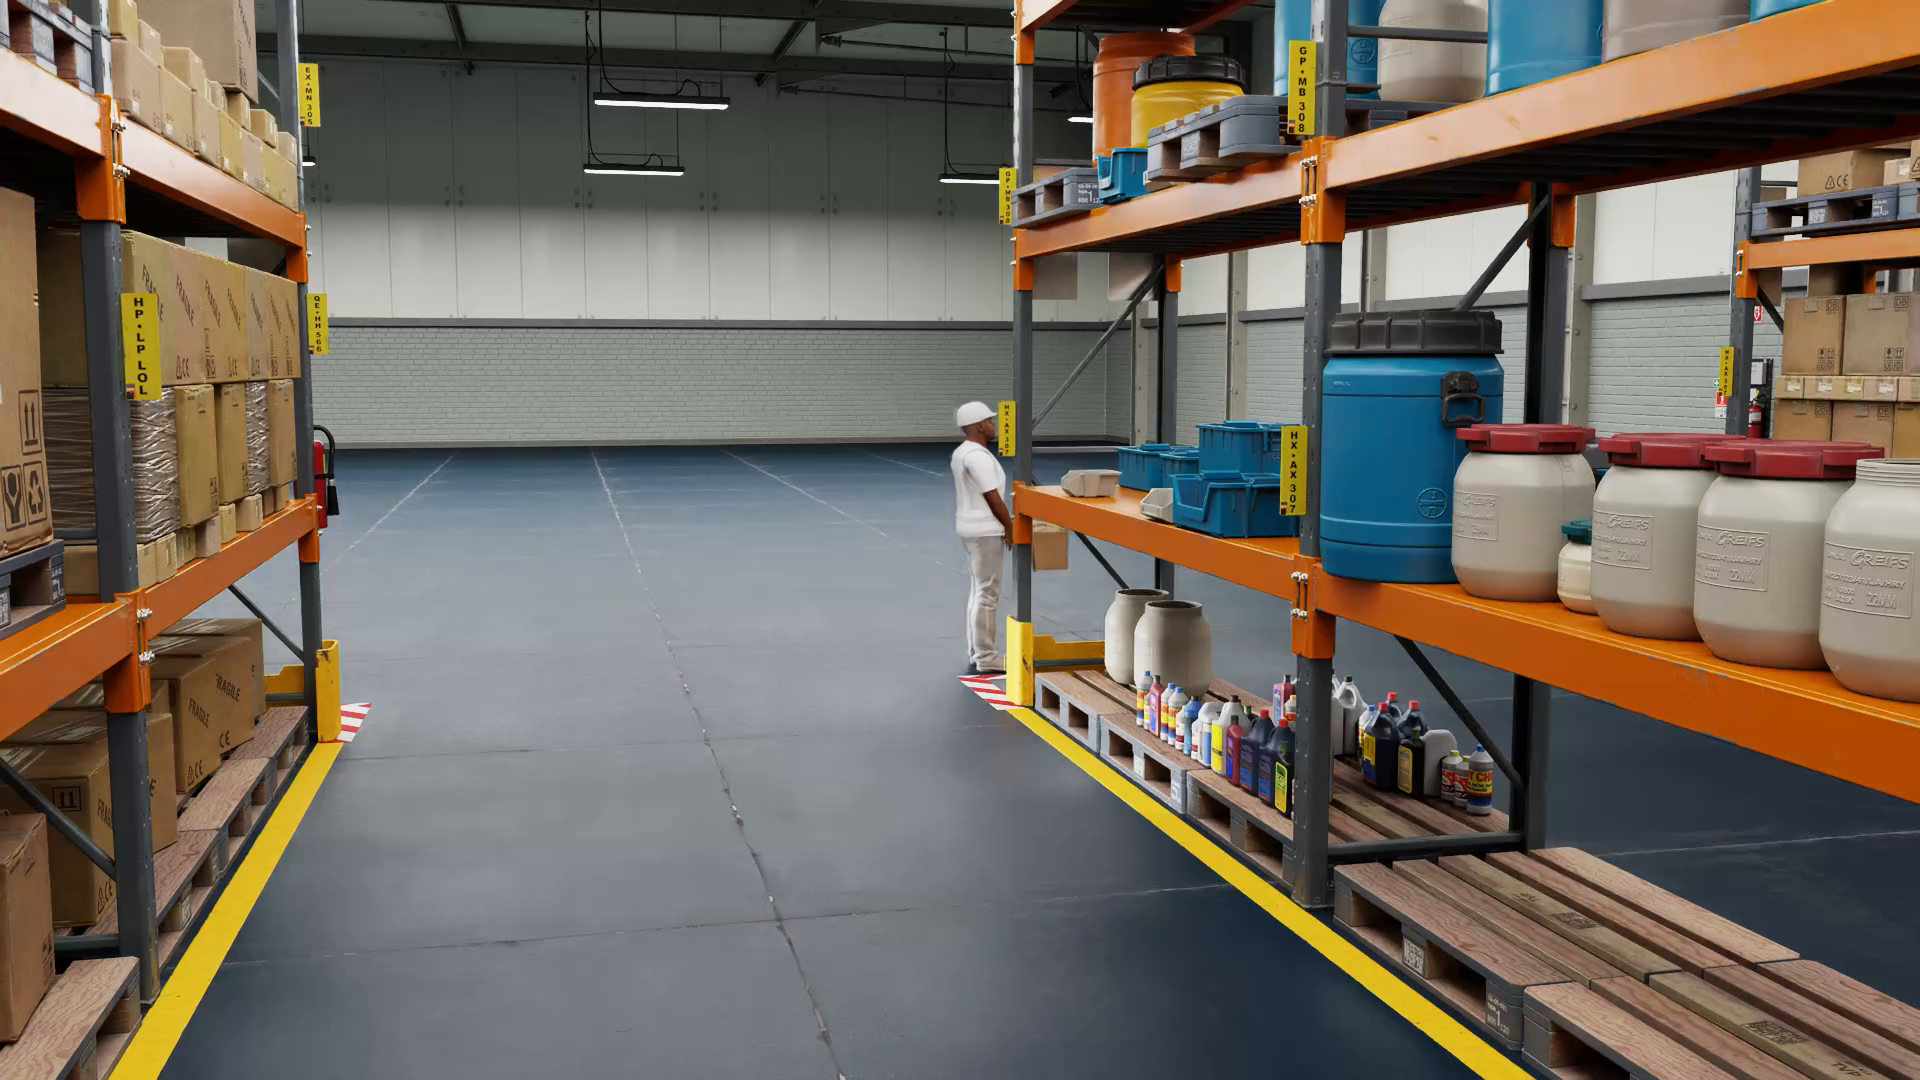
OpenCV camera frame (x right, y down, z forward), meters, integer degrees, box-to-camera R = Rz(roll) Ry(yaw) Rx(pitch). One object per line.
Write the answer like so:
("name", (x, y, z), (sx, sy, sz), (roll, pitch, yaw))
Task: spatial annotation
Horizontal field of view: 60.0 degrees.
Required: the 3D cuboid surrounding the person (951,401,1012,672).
("person", (0.188, -0.034, 11.104), (0.464, 1.778, 0.554), (-1, 6, -11))
